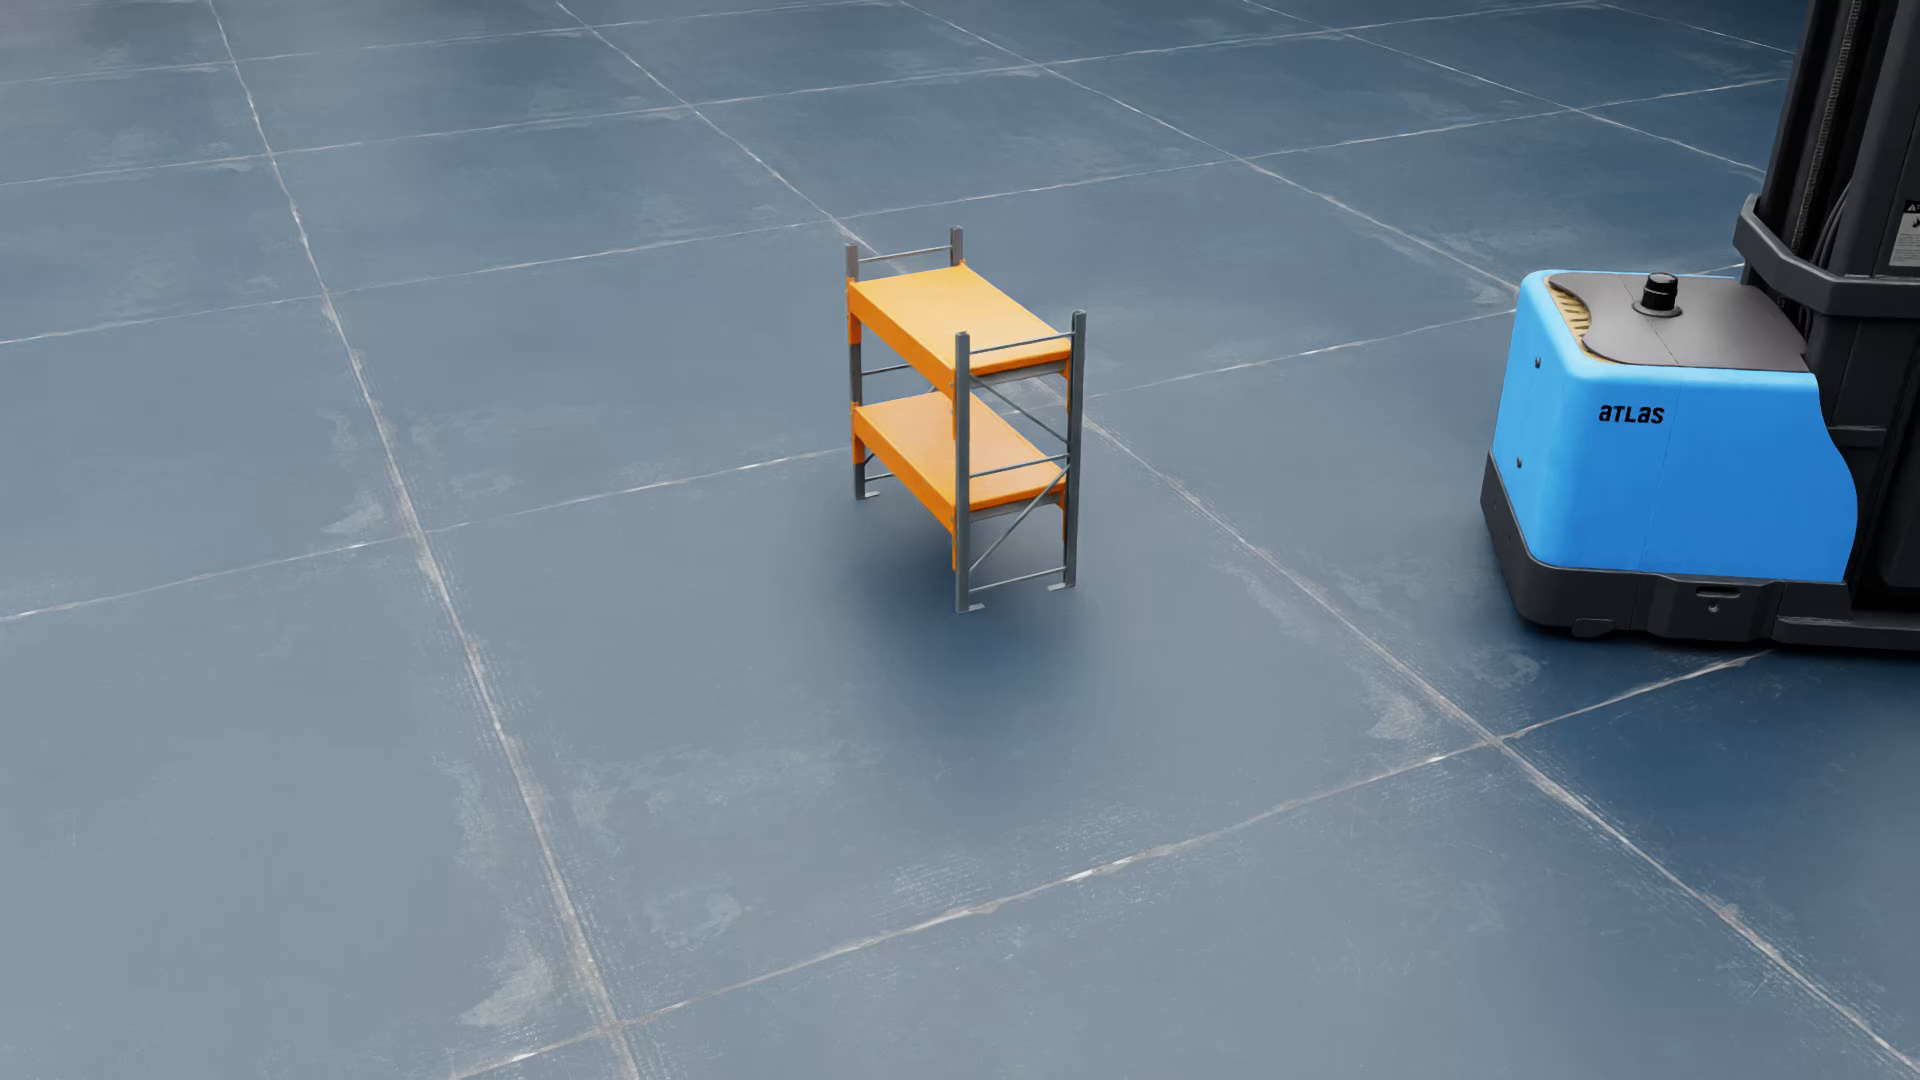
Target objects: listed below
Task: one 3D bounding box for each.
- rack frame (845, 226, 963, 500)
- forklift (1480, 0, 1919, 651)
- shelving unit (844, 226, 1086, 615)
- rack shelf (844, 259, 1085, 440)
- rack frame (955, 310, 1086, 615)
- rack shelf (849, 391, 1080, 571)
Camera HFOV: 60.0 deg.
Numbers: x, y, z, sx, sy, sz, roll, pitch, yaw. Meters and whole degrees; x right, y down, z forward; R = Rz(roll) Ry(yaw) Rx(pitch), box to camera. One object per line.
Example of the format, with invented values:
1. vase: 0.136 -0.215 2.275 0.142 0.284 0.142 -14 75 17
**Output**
1. rack frame: -0.221 -0.718 6.881 0.500 1.125 0.032 -13 32 -22
2. forklift: 3.608 -1.081 5.681 3.031 2.935 1.130 3 29 6
3. shelving unit: -0.003 -0.494 6.480 0.538 1.125 1.048 -13 32 -22
4. rack shelf: -0.003 -0.749 6.337 0.538 0.278 1.000 -13 32 -22
5. rack frame: 0.215 -0.269 6.080 0.500 1.125 0.032 -13 32 -22
6. rack shelf: -0.003 -0.280 6.600 0.538 0.278 1.000 -13 32 -22
